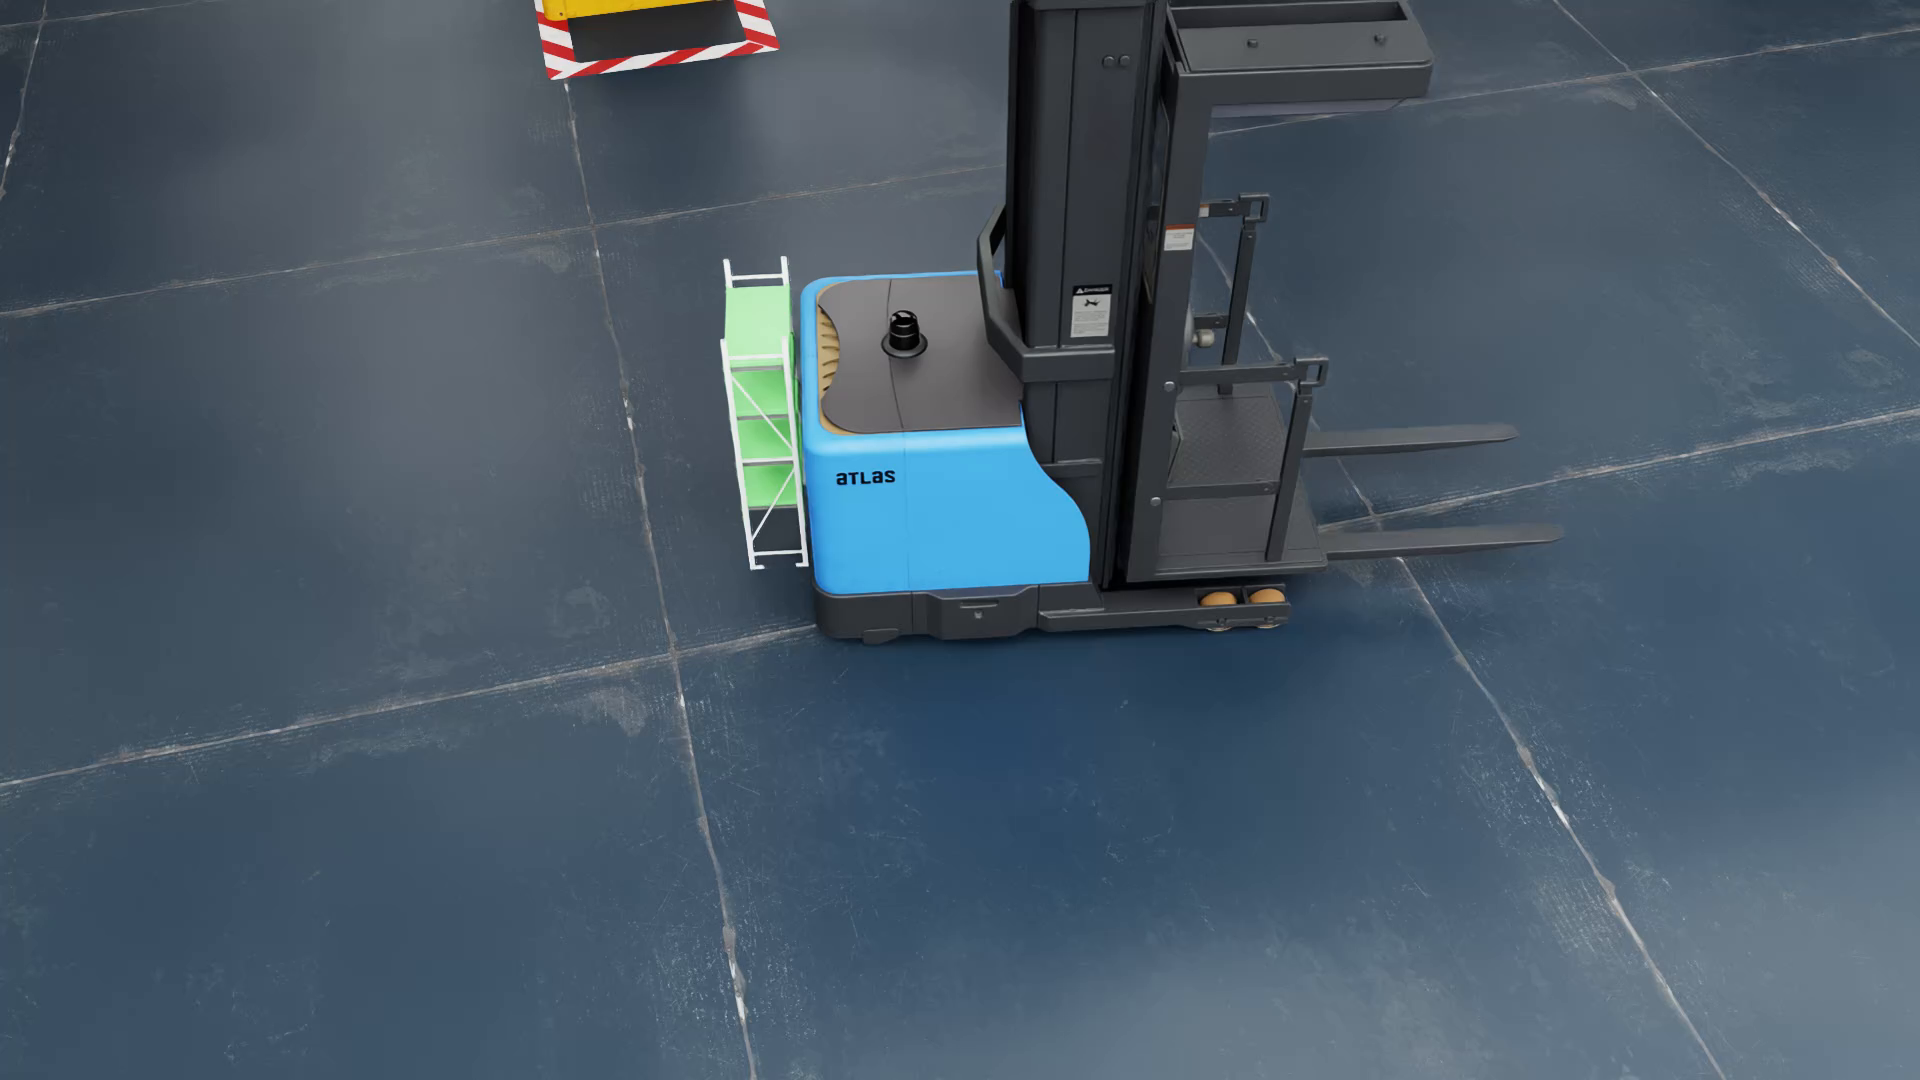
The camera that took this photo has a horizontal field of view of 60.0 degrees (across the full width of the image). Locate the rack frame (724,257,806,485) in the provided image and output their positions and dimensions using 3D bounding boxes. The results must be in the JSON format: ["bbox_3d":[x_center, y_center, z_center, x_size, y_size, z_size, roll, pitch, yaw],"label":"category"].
[{"bbox_3d":[-0.786,-0.657,6.804,0.240,1.200,0.015,-3,46,-3],"label":"rack frame"}]

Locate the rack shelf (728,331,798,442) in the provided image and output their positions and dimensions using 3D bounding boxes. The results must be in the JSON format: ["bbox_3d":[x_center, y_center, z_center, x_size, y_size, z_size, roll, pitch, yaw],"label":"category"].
[{"bbox_3d":[-0.767,-0.606,6.508,0.258,0.148,0.480,-3,46,-3],"label":"rack shelf"}]

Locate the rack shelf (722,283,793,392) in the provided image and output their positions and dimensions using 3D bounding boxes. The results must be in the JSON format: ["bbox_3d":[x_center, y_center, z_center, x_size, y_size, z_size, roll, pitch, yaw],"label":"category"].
[{"bbox_3d":[-0.767,-0.774,6.337,0.258,0.148,0.480,-3,46,-3],"label":"rack shelf"}]

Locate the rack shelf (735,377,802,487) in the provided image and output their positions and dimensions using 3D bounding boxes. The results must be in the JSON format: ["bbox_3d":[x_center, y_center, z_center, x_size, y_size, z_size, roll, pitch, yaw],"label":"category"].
[{"bbox_3d":[-0.767,-0.438,6.680,0.258,0.148,0.480,-3,46,-3],"label":"rack shelf"}]

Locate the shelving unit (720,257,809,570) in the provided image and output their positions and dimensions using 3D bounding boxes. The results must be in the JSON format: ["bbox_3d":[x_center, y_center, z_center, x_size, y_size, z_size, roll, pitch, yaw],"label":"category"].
[{"bbox_3d":[-0.767,-0.483,6.634,0.258,1.200,0.503,-3,46,-3],"label":"shelving unit"}]

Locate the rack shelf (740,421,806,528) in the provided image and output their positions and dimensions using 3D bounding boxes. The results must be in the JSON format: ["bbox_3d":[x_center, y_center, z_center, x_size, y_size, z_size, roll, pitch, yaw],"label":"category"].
[{"bbox_3d":[-0.767,-0.270,6.851,0.258,0.148,0.480,-3,46,-3],"label":"rack shelf"}]

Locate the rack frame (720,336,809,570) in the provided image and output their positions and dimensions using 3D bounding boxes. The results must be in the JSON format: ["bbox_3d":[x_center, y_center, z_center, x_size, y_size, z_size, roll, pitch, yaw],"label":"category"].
[{"bbox_3d":[-0.748,-0.309,6.464,0.240,1.200,0.015,-3,46,-3],"label":"rack frame"}]

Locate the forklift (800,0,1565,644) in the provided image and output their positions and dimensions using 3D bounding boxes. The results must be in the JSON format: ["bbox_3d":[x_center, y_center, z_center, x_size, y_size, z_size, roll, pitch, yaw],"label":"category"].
[{"bbox_3d":[0.906,-1.038,5.966,3.031,2.935,1.130,-3,46,-3],"label":"forklift"}]

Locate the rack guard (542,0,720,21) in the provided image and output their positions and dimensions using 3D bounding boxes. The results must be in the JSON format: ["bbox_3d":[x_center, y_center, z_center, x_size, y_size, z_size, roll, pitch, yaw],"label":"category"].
[{"bbox_3d":[-1.987,-3.538,10.118,1.175,0.500,0.348,-11,47,-10],"label":"rack guard"}]
